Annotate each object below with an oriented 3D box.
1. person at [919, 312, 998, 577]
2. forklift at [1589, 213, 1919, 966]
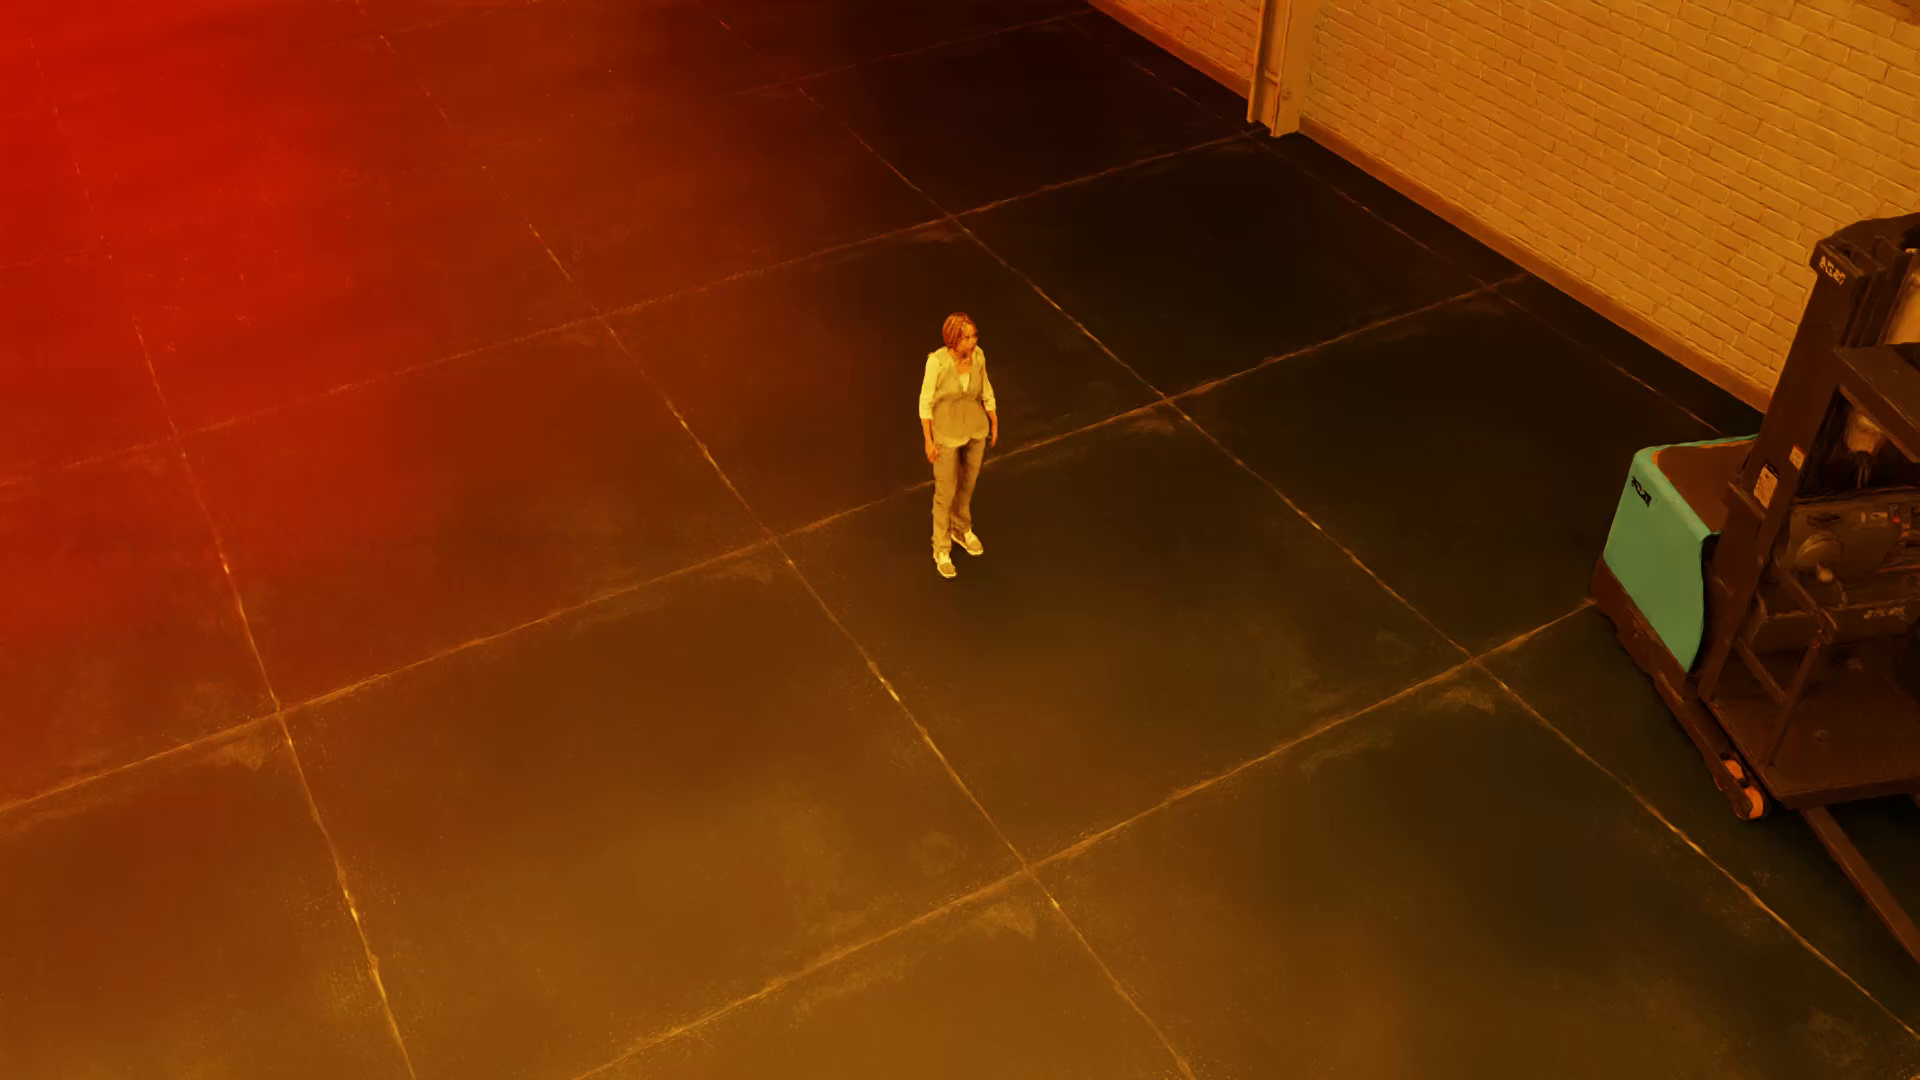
[{"bbox_3d":[0.025,-0.575,9.763,0.521,1.597,0.474,-20,44,-23],"label":"person"},{"bbox_3d":[4.506,0.056,7.968,1.130,2.935,3.031,-7,40,-8],"label":"forklift"}]
